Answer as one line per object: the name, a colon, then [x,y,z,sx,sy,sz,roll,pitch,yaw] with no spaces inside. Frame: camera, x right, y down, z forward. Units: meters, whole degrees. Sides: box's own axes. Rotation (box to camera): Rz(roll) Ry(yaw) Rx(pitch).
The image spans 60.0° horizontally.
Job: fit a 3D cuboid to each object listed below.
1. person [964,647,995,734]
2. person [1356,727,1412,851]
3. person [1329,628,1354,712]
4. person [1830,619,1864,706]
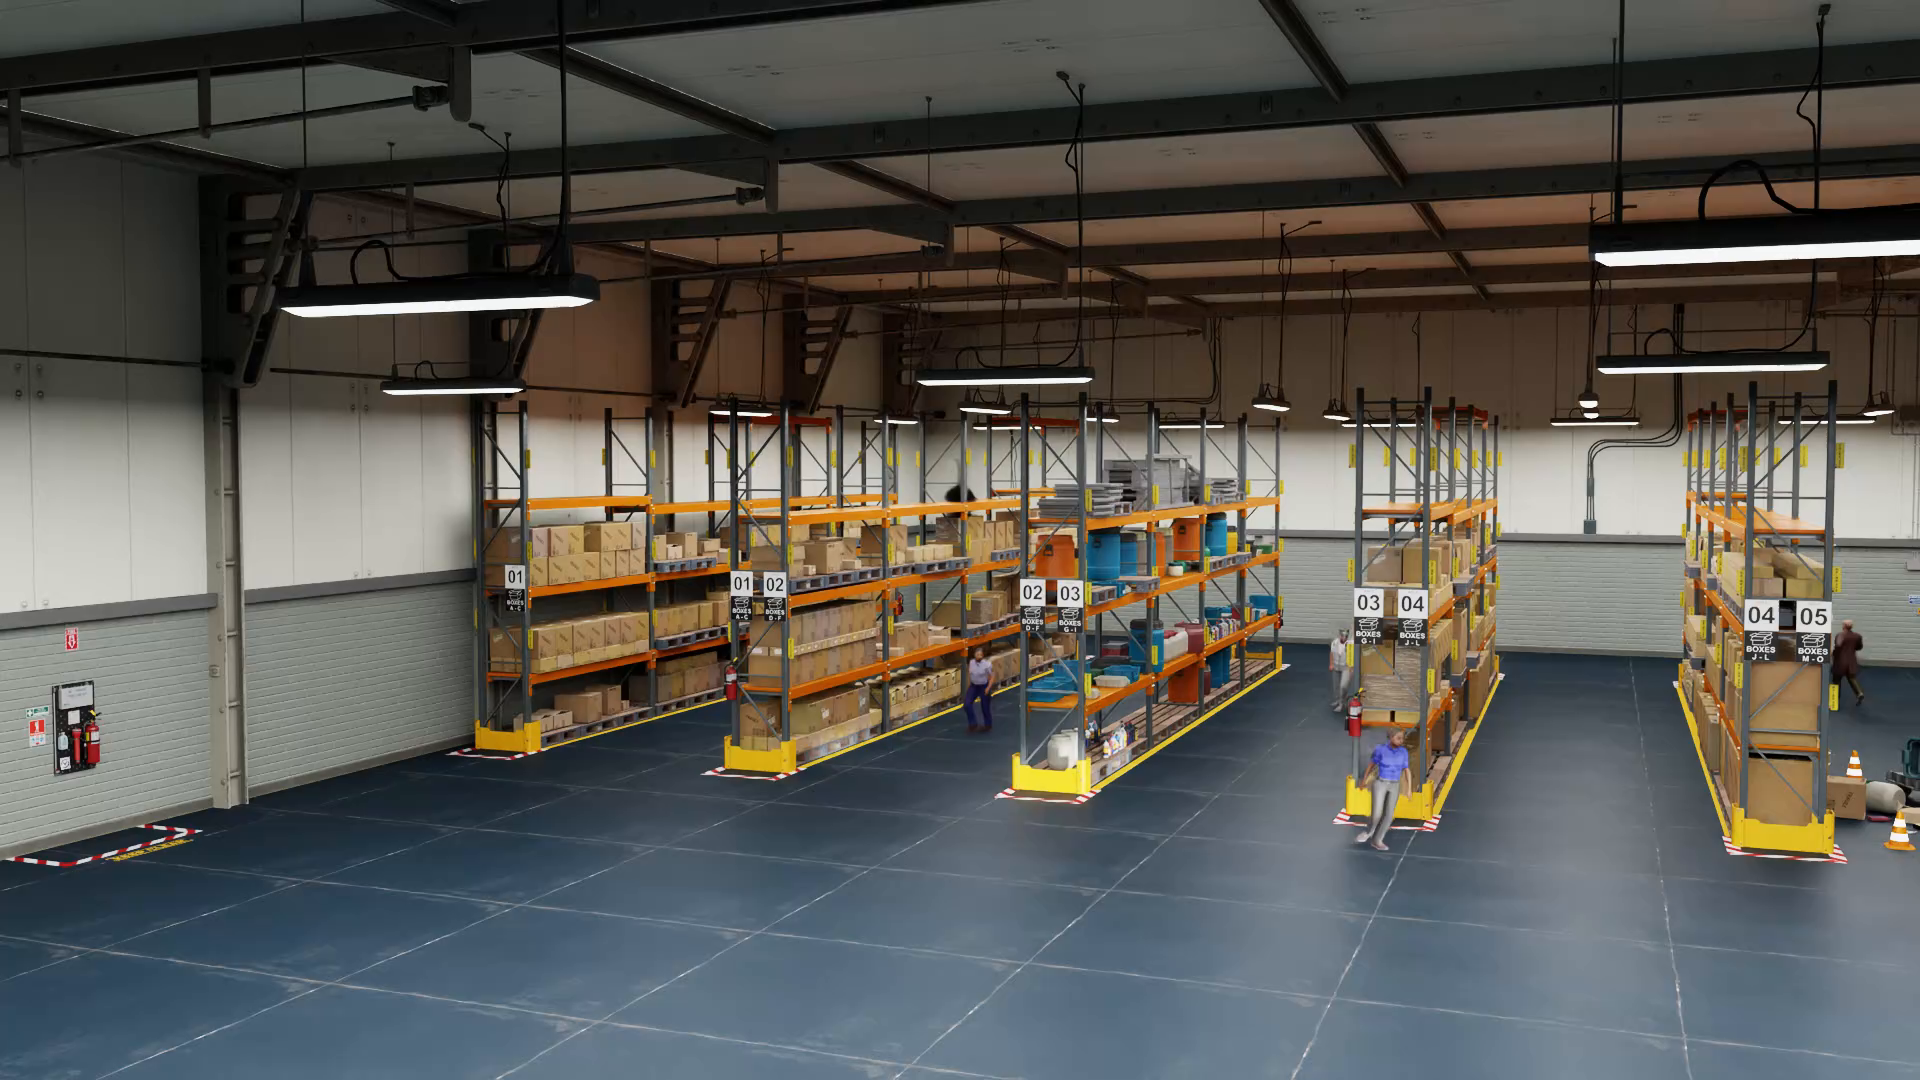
person: [0.402,2.738,30.431,0.586,1.601,0.750,1,3,22]
person: [5.420,3.167,21.245,0.614,1.619,0.540,0,3,-8]
person: [7.658,2.571,33.185,0.666,1.677,0.698,2,4,40]
person: [17.834,2.463,33.477,0.685,1.752,1.006,0,3,1]
